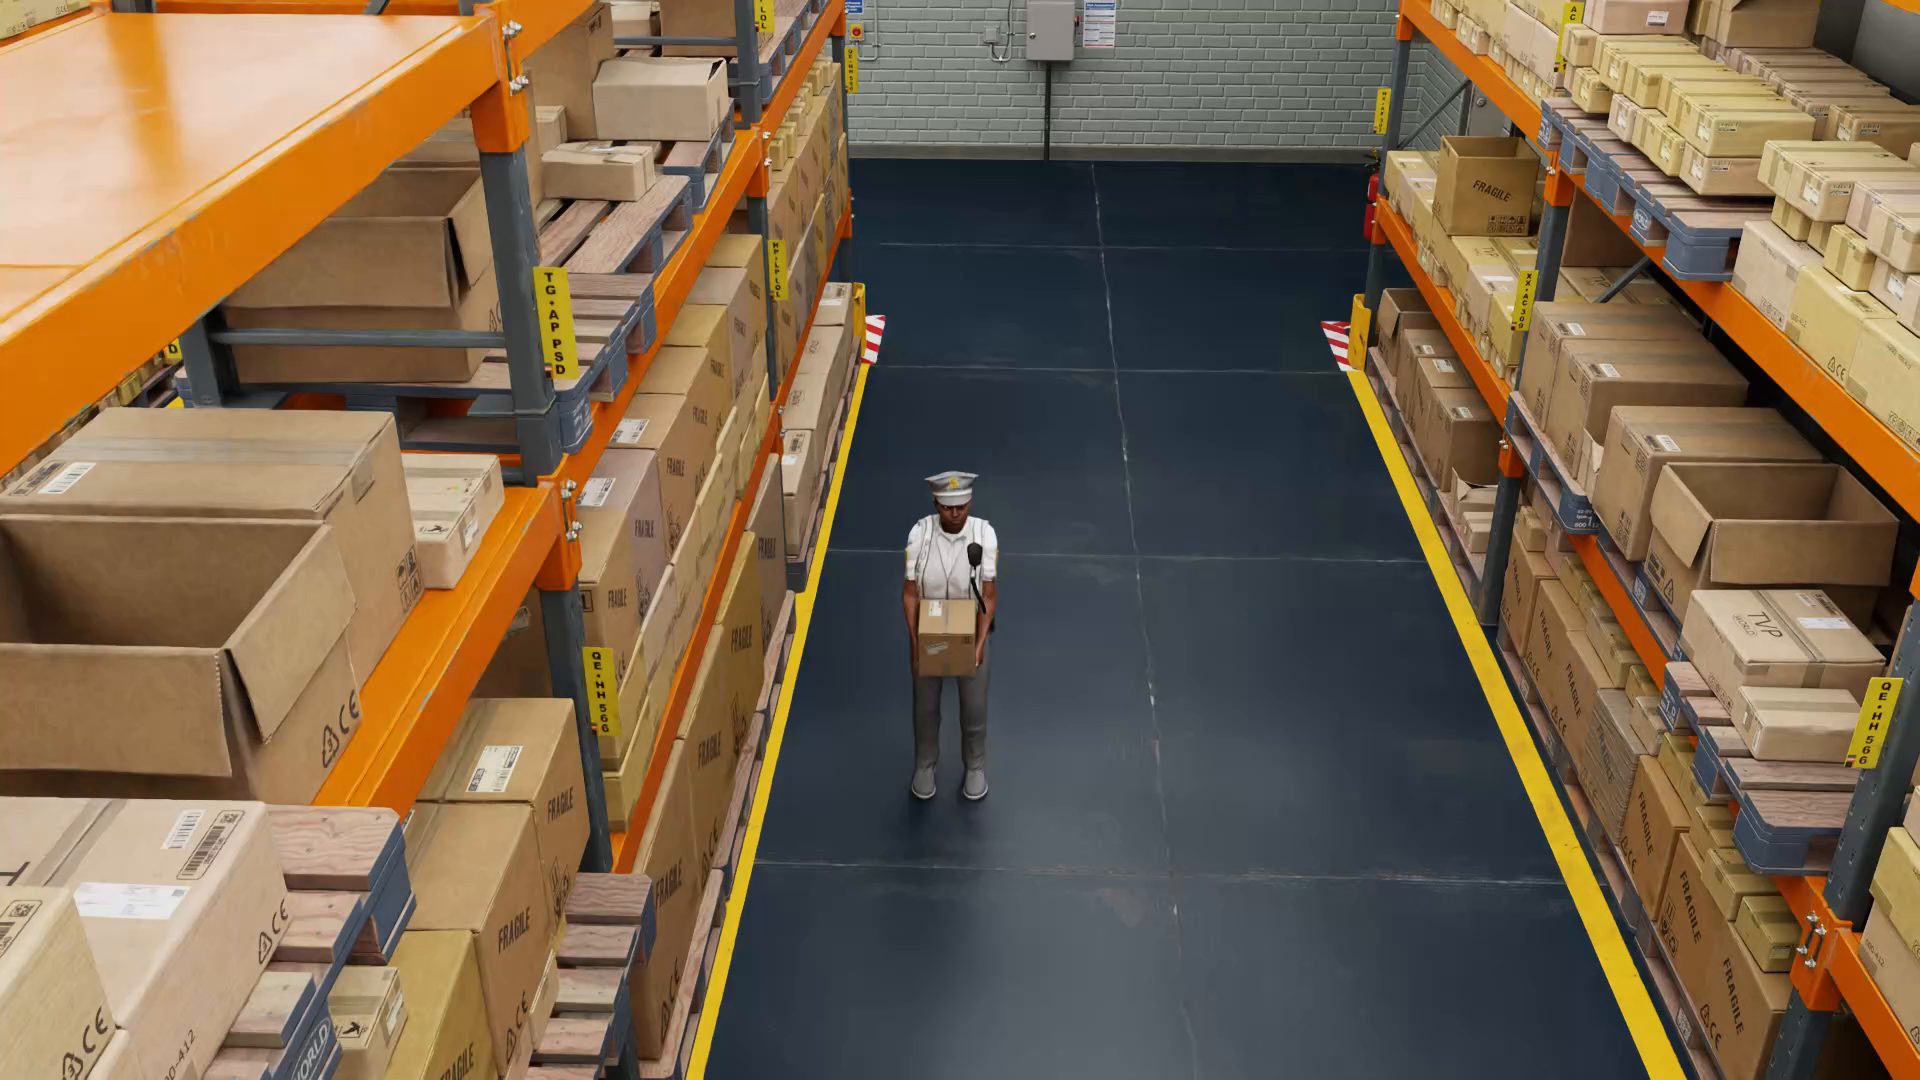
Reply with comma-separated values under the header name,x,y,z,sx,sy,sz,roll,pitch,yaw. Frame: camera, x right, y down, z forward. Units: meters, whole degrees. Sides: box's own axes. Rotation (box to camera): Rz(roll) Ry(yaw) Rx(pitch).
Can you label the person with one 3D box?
name,x,y,z,sx,sy,sz,roll,pitch,yaw
person,-0.051,0.472,7.716,0.451,1.689,0.527,1,28,3
